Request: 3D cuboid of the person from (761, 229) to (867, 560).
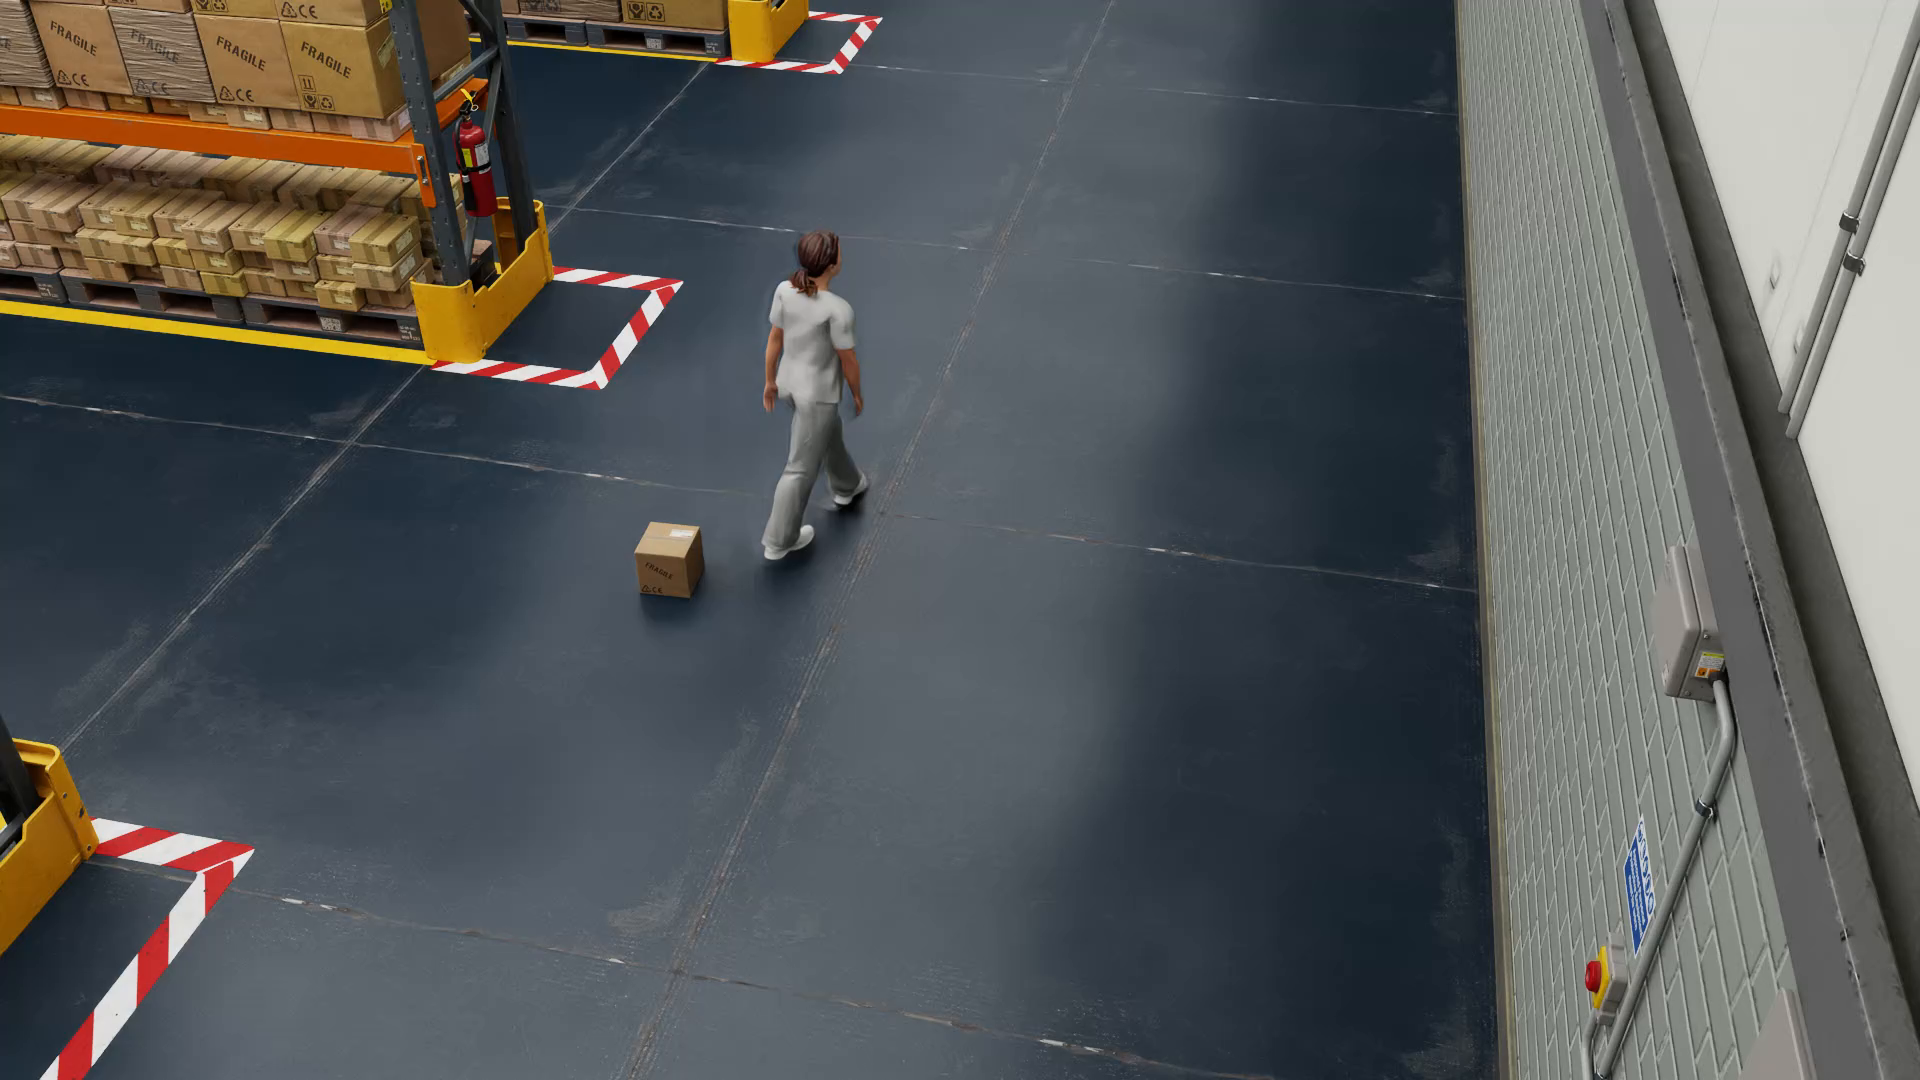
[{"bbox_3d":[-0.653,-0.713,7.923,0.454,1.647,0.844,30,46,34],"label":"person"}]
